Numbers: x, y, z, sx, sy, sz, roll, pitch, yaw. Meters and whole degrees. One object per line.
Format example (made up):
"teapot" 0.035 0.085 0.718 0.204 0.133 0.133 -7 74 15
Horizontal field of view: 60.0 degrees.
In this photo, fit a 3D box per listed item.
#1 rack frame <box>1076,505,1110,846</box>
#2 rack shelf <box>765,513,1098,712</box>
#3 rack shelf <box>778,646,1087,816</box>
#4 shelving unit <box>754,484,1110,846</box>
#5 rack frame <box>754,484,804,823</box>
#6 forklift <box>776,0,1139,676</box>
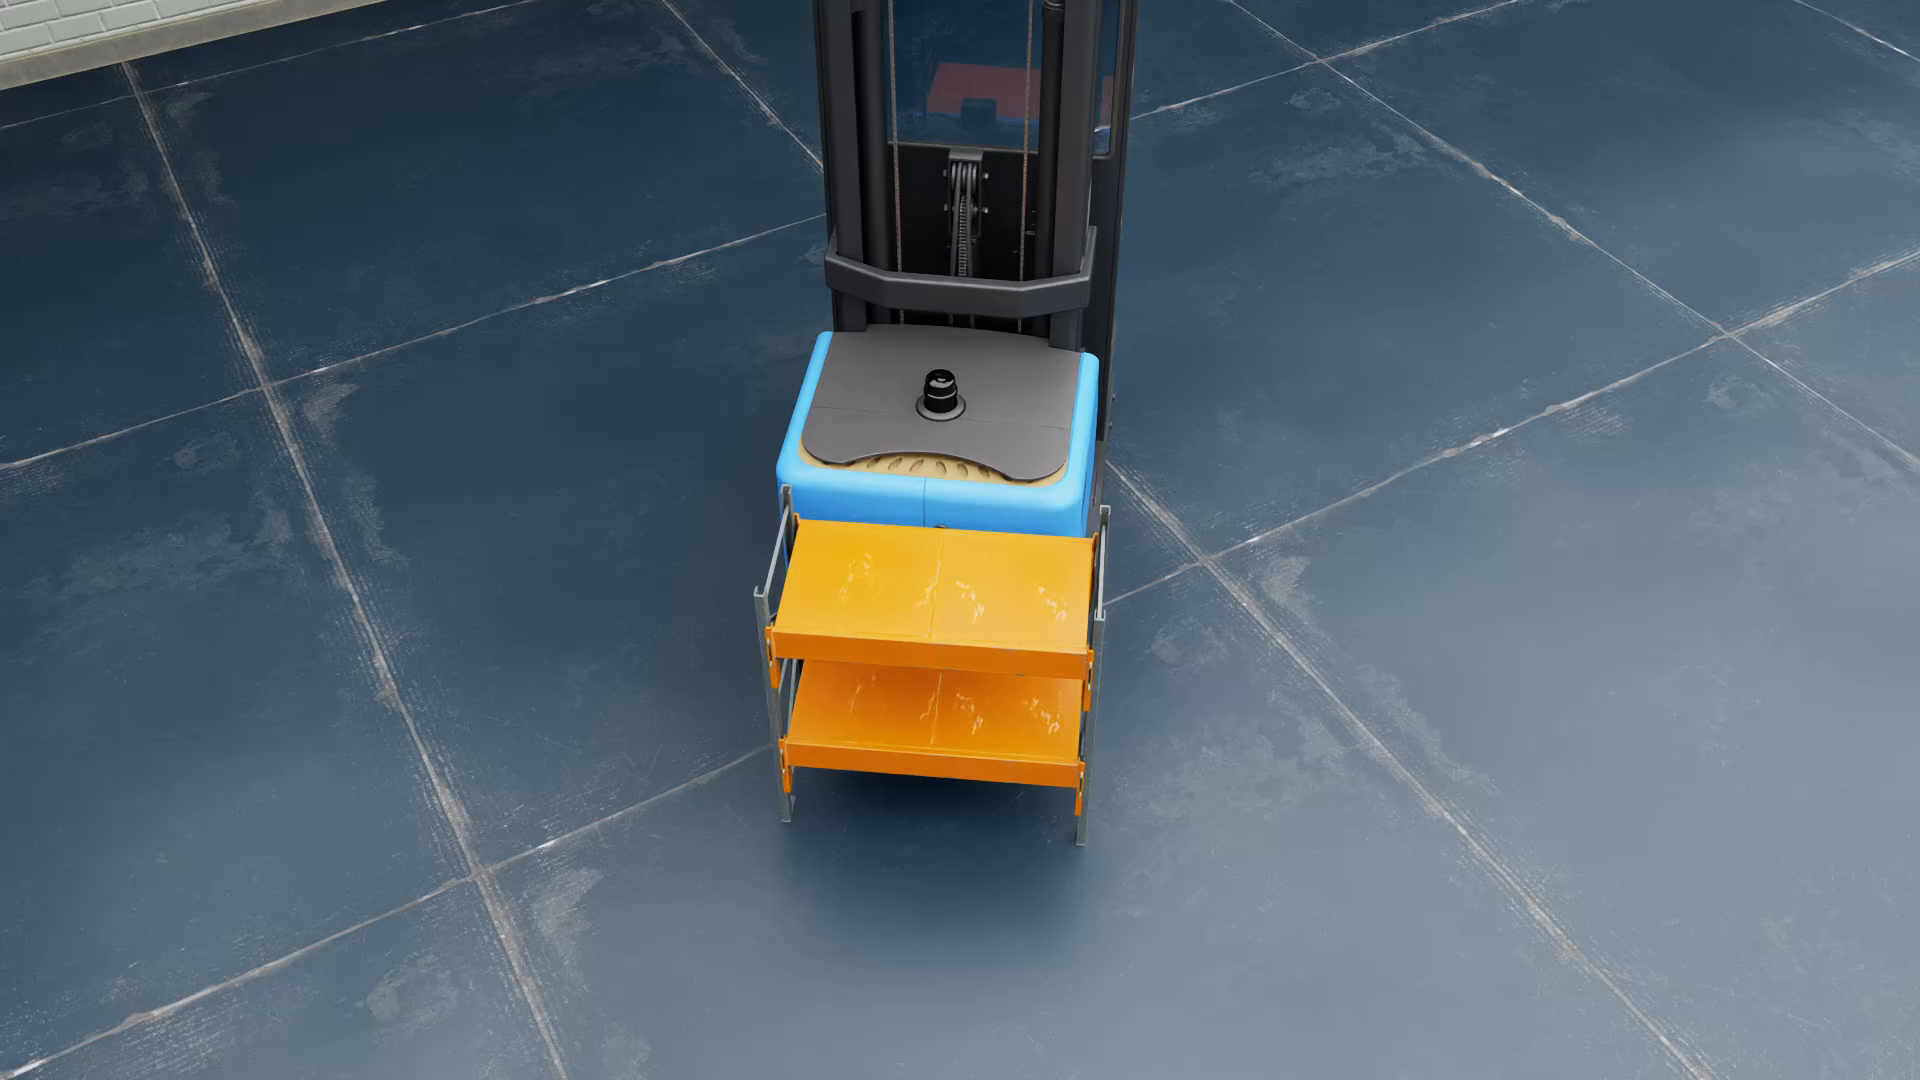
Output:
"rack frame" 0.435 0.467 5.461 0.032 1.125 0.500 4 44 4
"rack shelf" -0.071 0.223 5.293 1.000 0.278 0.538 4 44 4
"rack shelf" -0.071 0.608 5.667 1.000 0.278 0.538 4 44 4
"shelving unit" -0.071 0.433 5.496 1.048 1.125 0.538 4 44 4
"rack frame" -0.577 0.399 5.531 0.032 1.125 0.500 4 44 4
"forklift" 0.084 -1.483 6.173 1.130 2.935 3.031 5 44 6
